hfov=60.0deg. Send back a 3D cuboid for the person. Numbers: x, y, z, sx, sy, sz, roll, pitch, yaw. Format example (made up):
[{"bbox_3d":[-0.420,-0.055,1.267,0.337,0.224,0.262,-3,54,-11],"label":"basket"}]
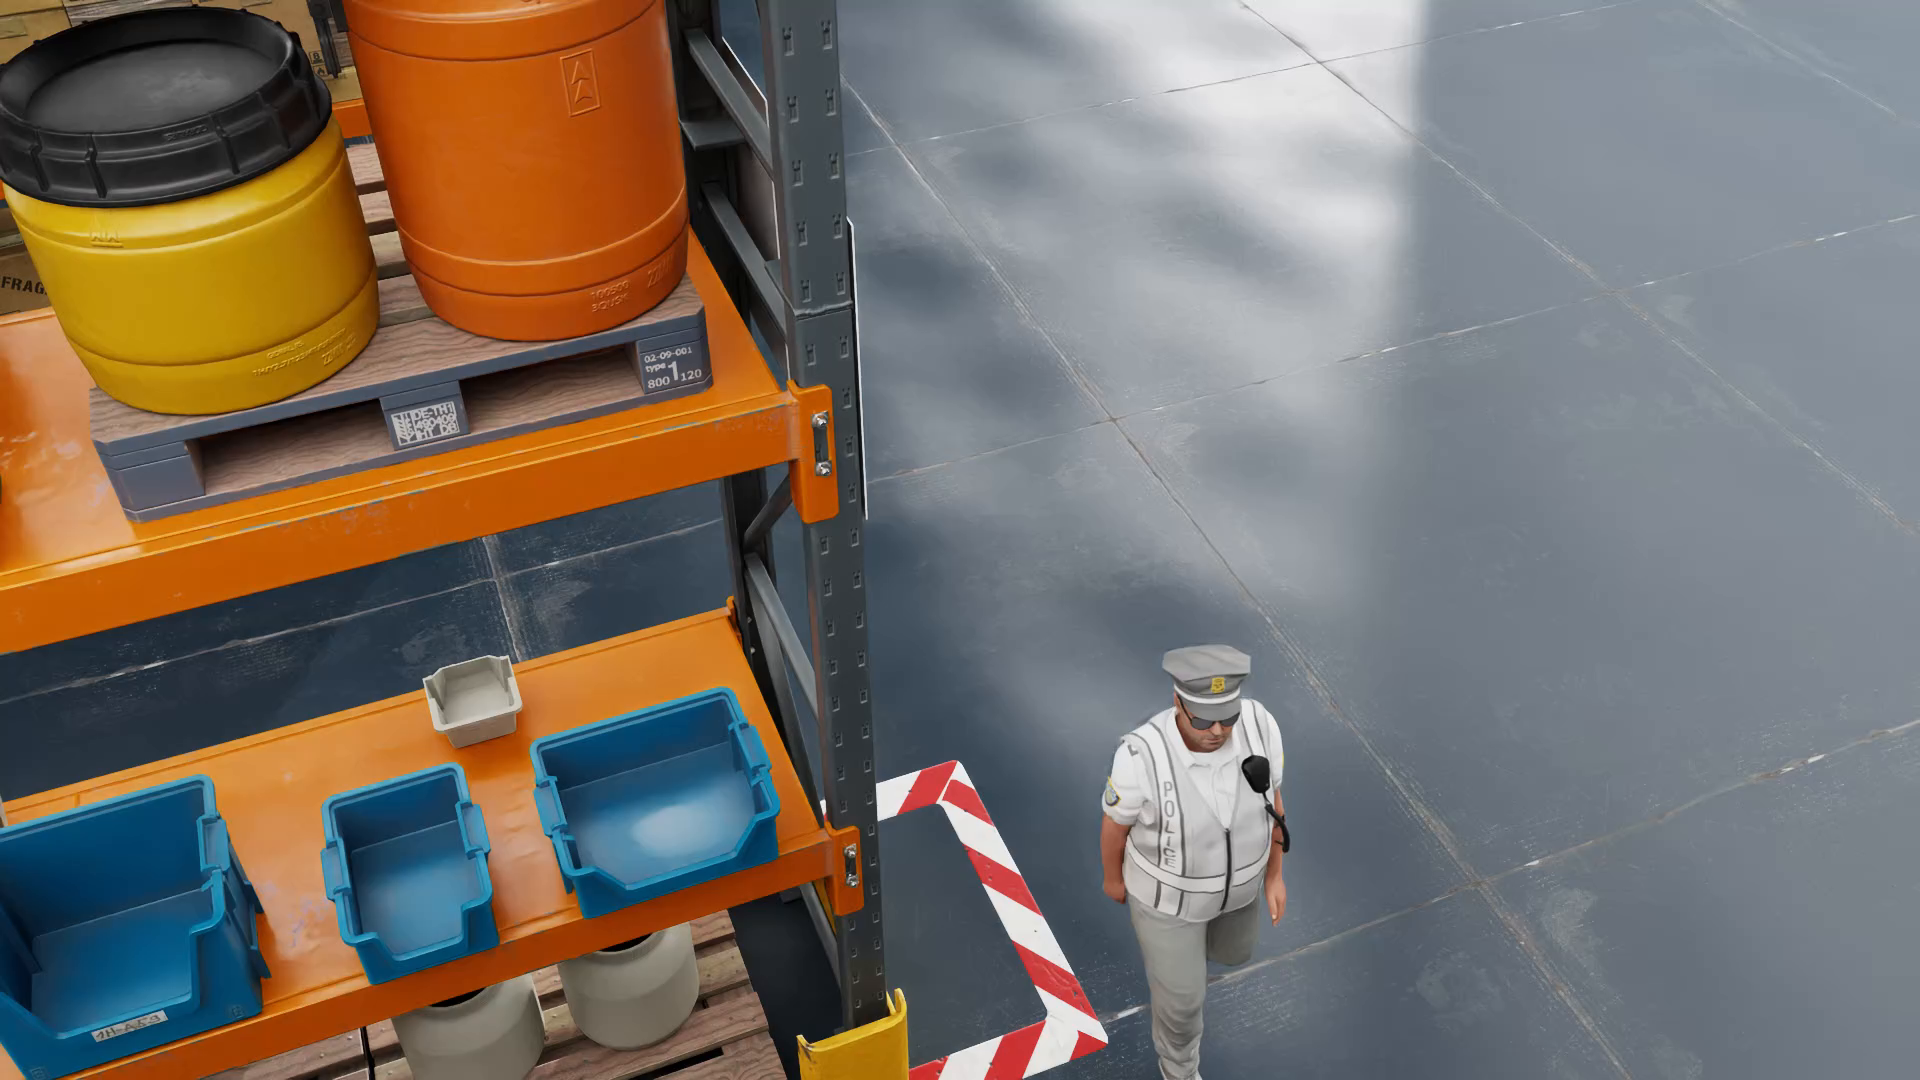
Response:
[{"bbox_3d":[0.692,0.979,5.011,0.532,1.743,0.842,-15,44,-17],"label":"person"}]
